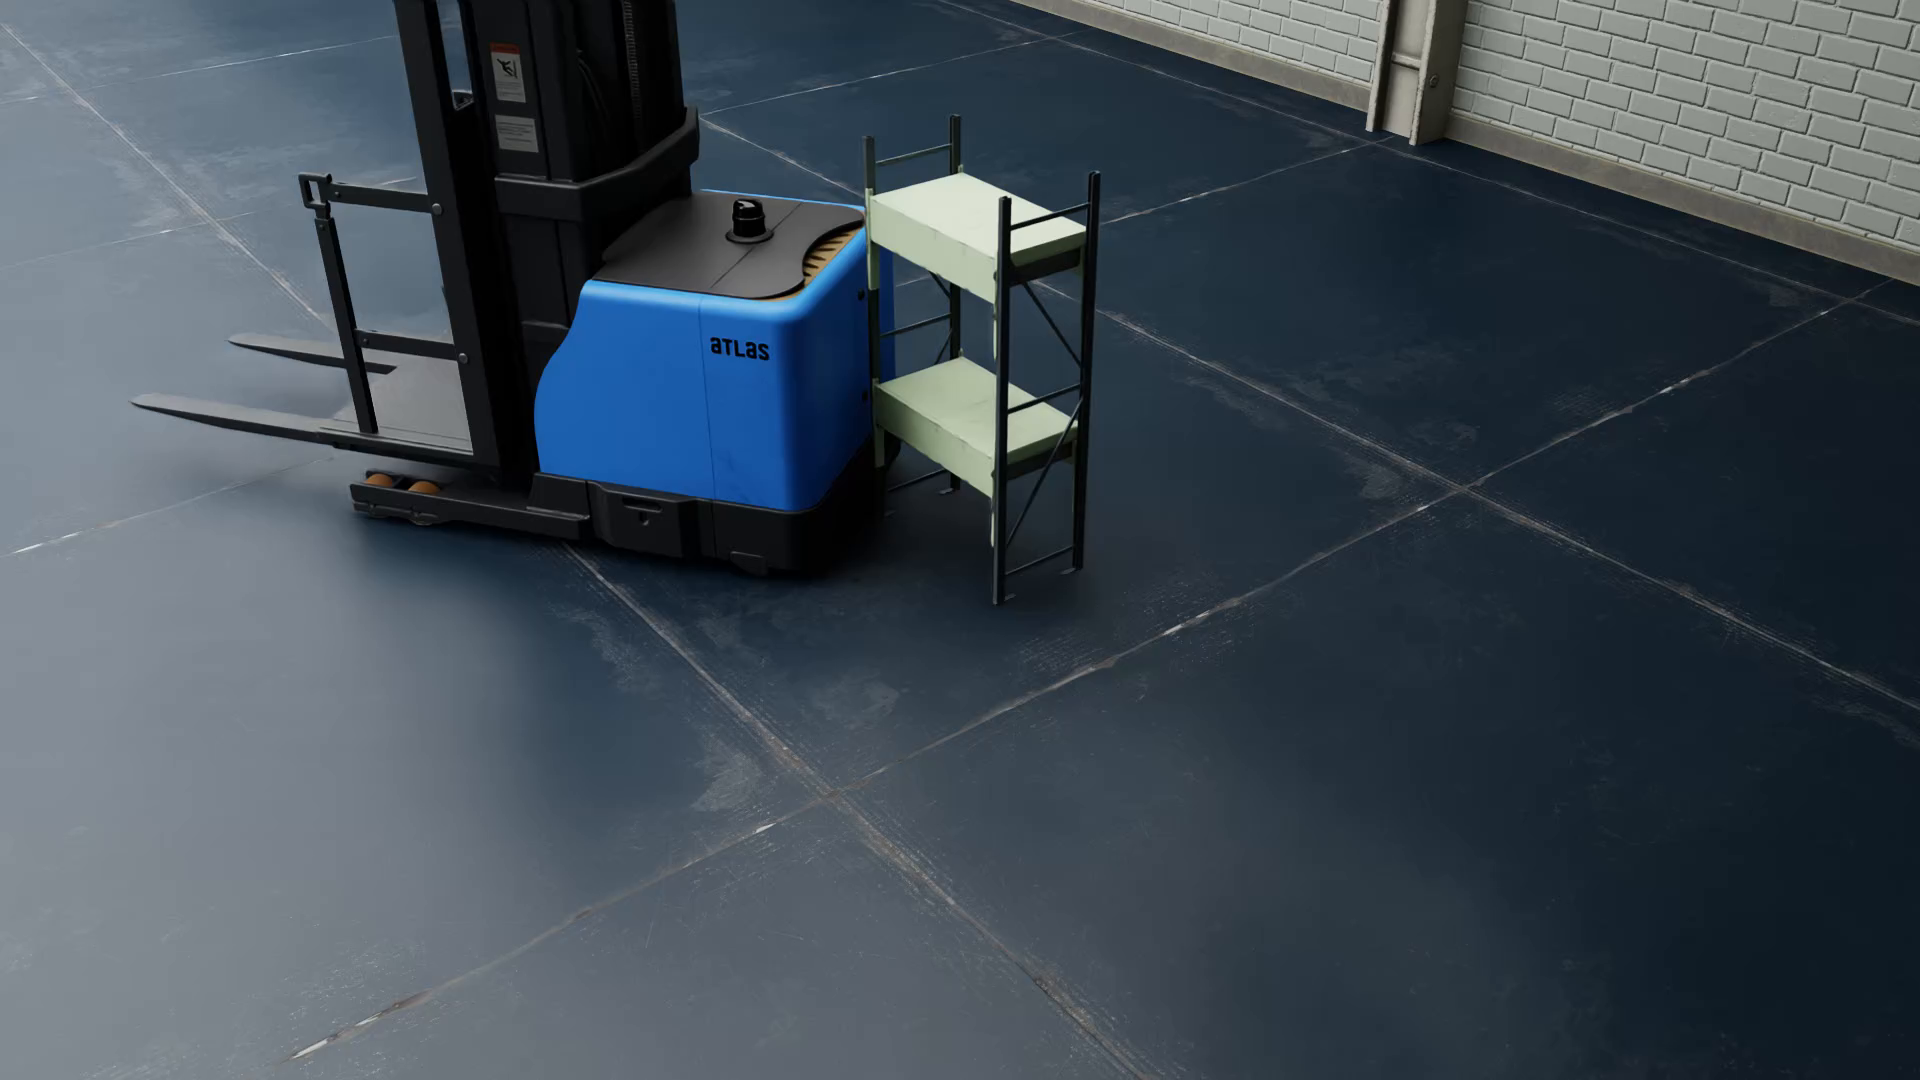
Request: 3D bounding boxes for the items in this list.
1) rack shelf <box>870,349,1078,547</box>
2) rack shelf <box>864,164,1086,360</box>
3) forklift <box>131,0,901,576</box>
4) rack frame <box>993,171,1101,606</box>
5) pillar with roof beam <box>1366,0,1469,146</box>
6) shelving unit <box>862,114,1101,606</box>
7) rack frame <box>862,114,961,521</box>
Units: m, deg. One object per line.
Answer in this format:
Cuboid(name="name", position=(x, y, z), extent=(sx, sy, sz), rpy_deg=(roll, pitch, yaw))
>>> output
Cuboid(name="rack shelf", position=(0.060, -0.348, 6.006), extent=(0.431, 0.370, 0.720), rpy_deg=(-22, 38, -31))
Cuboid(name="rack shelf", position=(0.060, -0.956, 5.628), extent=(0.431, 0.370, 0.720), rpy_deg=(-22, 38, -31))
Cuboid(name="forklift", position=(-1.813, -1.554, 5.974), extent=(3.031, 2.935, 1.130), rpy_deg=(9, 33, 14))
Cuboid(name="rack frame", position=(0.283, -0.471, 5.588), extent=(0.400, 1.500, 0.023), rpy_deg=(-22, 38, -31))
Cuboid(name="pillar with roof beam", position=(-0.631, -4.958, 5.704), extent=(9.100, 9.000, 0.400), rpy_deg=(-22, 38, -31))
Cuboid(name="shelving unit", position=(0.060, -0.625, 5.834), extent=(0.431, 1.500, 0.755), rpy_deg=(-22, 38, -31))
Cuboid(name="rack frame", position=(-0.163, -0.778, 6.081), extent=(0.400, 1.500, 0.023), rpy_deg=(-22, 38, -31))
